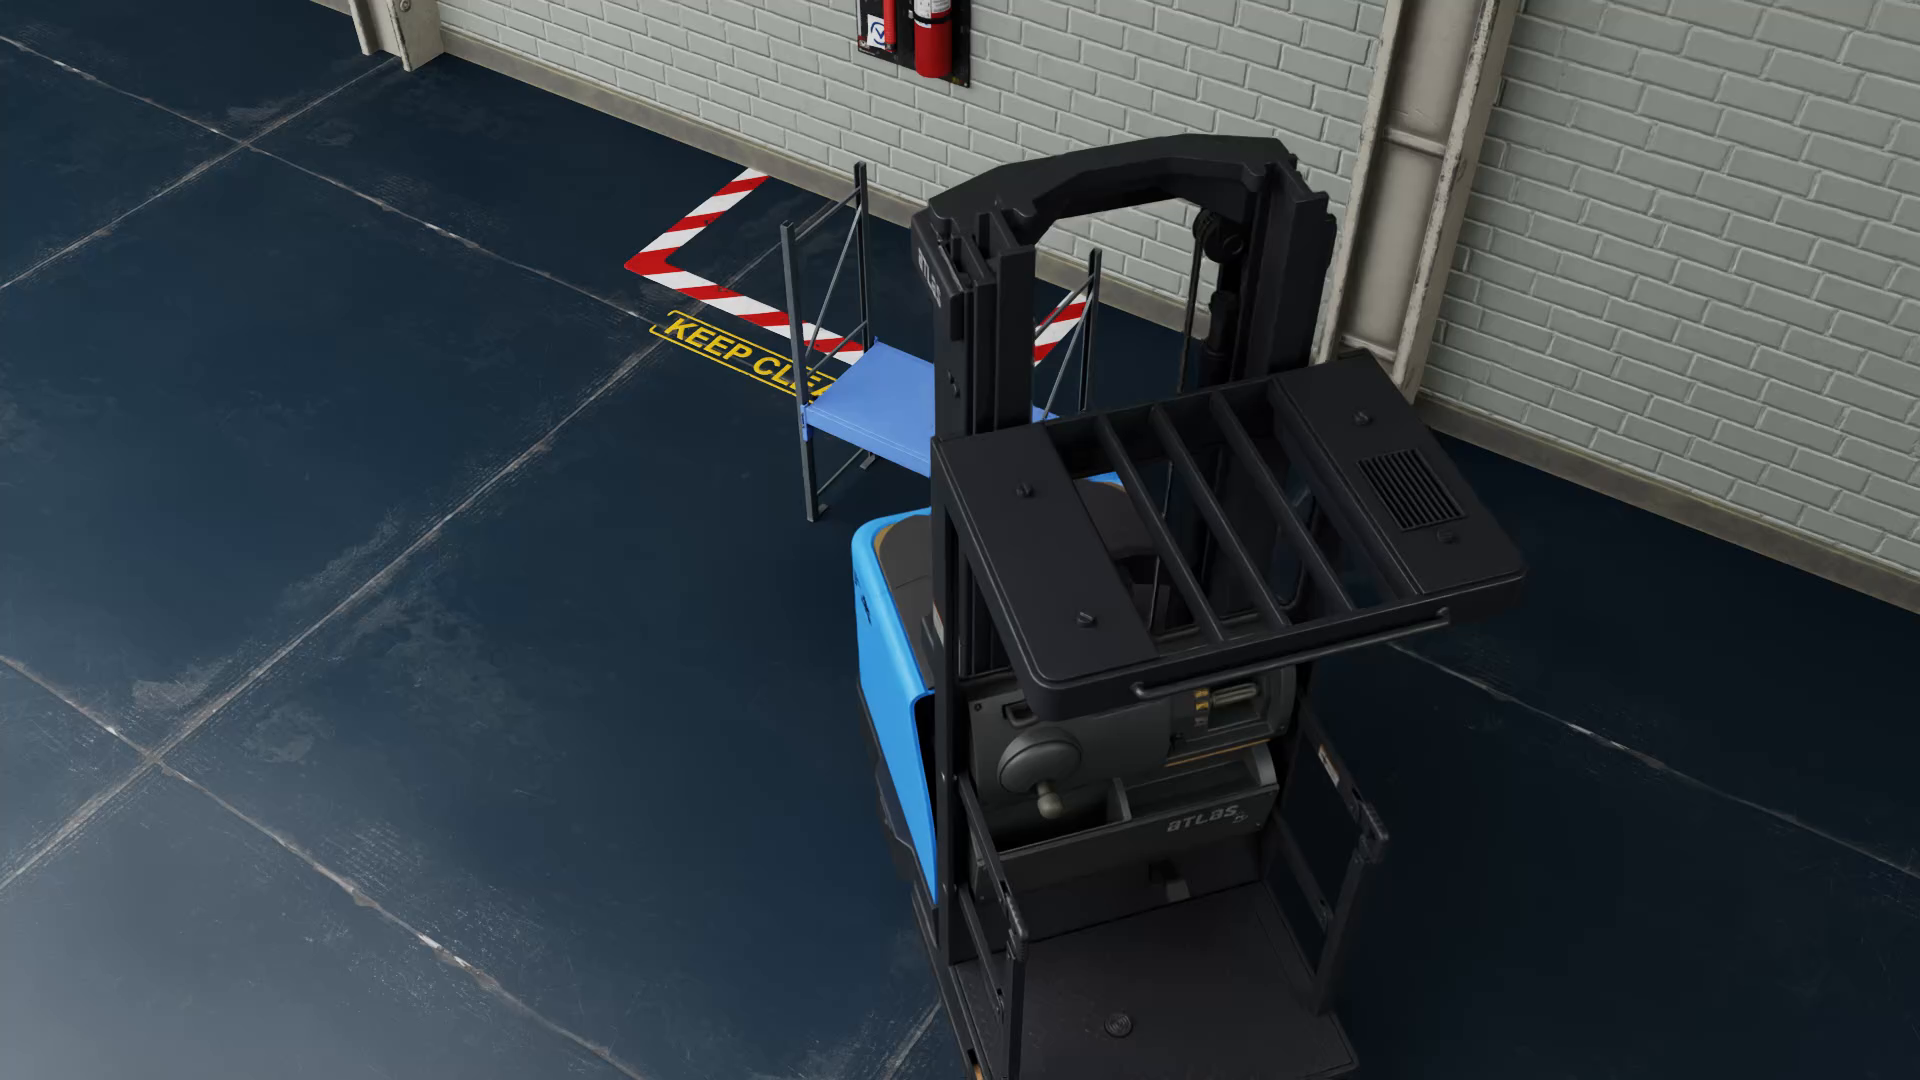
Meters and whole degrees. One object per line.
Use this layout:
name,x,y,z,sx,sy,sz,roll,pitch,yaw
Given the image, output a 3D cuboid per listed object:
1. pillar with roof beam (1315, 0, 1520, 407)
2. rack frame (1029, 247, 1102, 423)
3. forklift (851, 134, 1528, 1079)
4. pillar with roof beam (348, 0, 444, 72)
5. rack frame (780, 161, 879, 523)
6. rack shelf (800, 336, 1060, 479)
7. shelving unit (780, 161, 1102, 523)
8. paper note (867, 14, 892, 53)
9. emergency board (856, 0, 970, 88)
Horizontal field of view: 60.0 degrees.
pillar with roof beam,-0.529,-1.086,1.753,0.400,9.000,9.100,25,51,22
rack frame,0.356,-0.359,6.275,0.032,1.500,0.500,25,51,22
forklift,0.540,0.581,4.363,1.130,2.935,3.031,-12,47,-12
pillar with roof beam,-5.580,-3.409,4.010,0.400,9.000,9.100,25,51,22
rack frame,-0.500,-0.753,6.657,0.032,1.500,0.500,25,51,22
rack shelf,-0.072,-0.430,6.595,1.000,0.185,0.538,25,51,22
shelving unit,-0.072,-0.556,6.466,1.048,1.500,0.538,25,51,22
paper note,-0.376,-2.377,7.805,0.142,0.148,0.016,25,51,22
emergency board,-0.265,-2.574,7.382,0.643,1.169,0.194,25,51,22
